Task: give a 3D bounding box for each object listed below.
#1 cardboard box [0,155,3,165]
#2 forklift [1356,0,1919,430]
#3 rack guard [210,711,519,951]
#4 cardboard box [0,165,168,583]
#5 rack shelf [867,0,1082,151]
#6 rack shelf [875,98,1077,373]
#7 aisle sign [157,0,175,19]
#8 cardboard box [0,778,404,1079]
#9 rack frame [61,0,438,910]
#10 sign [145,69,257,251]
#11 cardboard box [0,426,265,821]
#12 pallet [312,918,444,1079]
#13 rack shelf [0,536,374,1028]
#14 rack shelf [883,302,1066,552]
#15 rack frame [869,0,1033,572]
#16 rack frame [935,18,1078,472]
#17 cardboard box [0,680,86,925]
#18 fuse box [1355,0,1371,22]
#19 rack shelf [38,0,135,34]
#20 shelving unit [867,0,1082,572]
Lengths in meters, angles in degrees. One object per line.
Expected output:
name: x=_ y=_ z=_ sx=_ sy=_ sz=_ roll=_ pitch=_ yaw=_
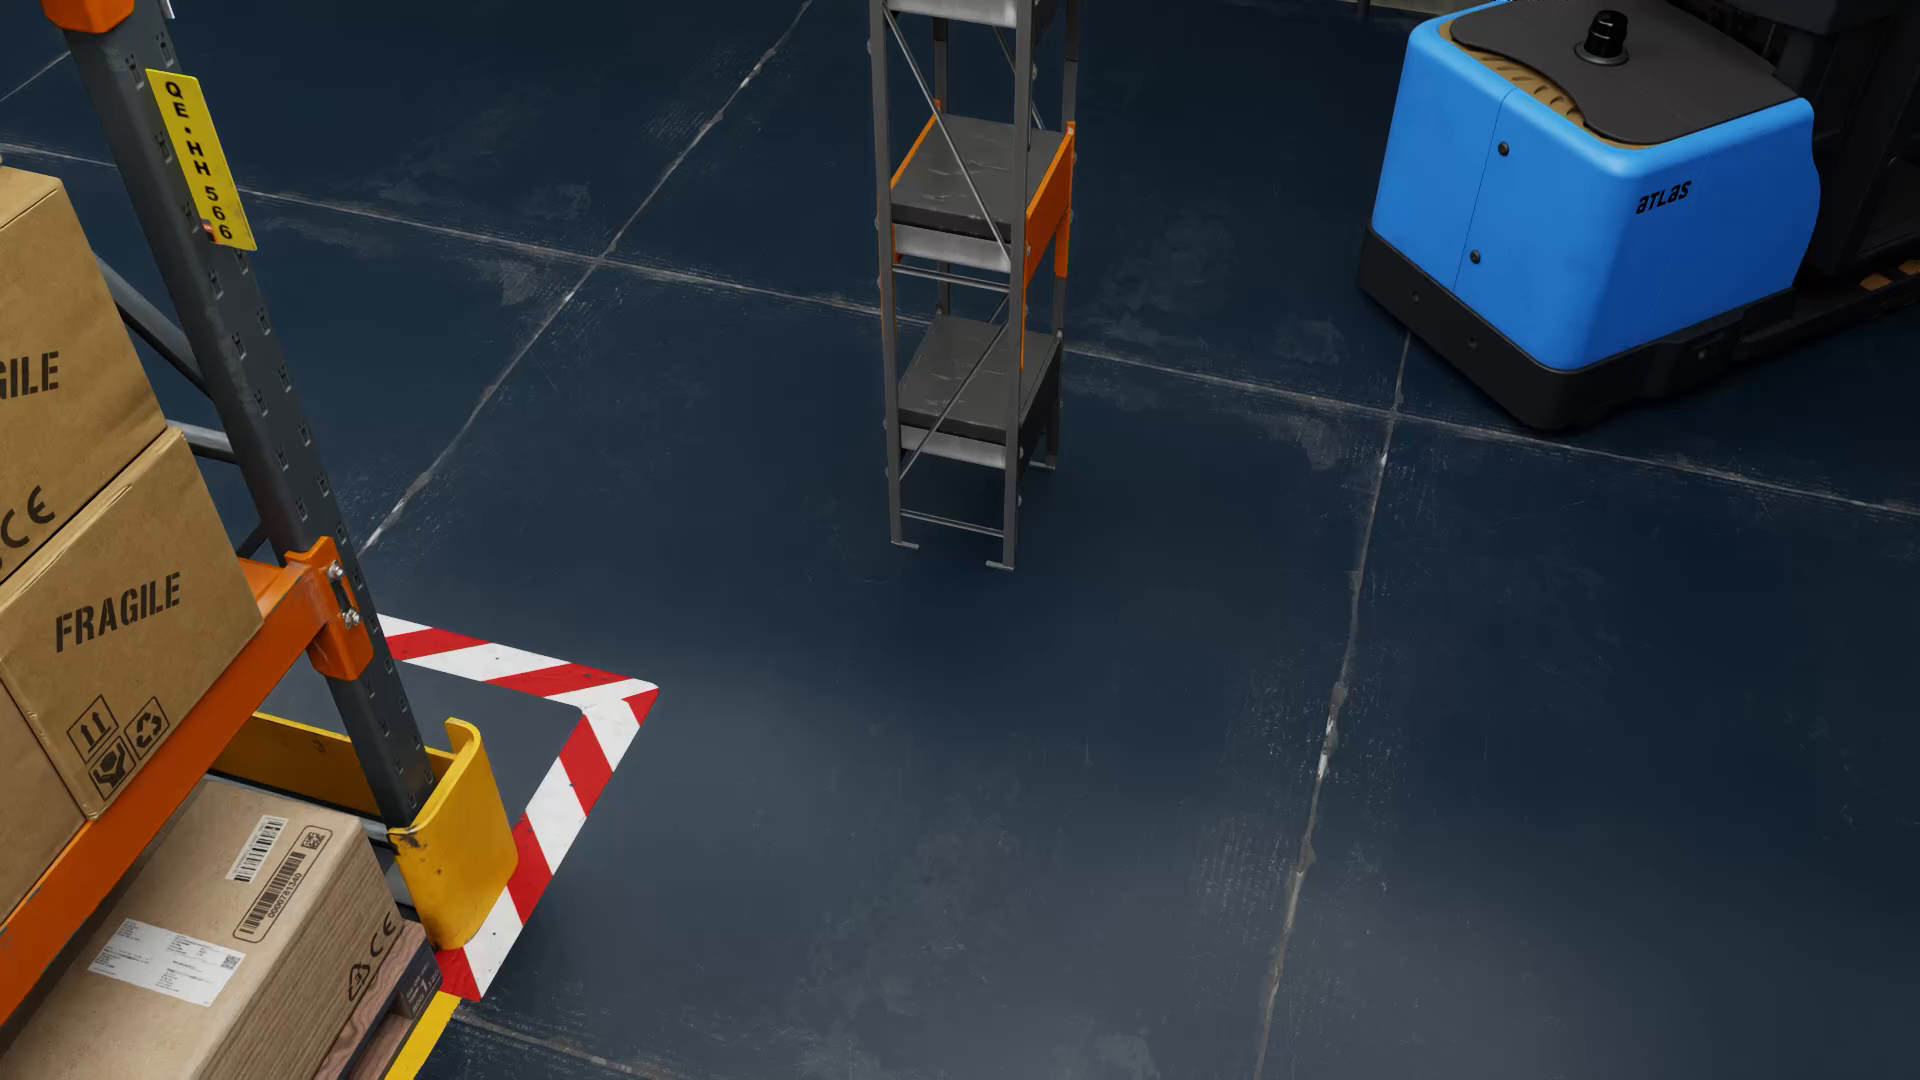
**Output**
cardboard box: x=-1.682 y=-0.591 z=2.459 sx=0.380 sy=0.149 sz=0.250 roll=13 pitch=46 yaw=13
forklift: x=3.004 y=-2.156 z=5.358 sx=3.031 sy=2.935 sz=1.130 roll=-20 pitch=48 yaw=-20
rack guard: x=-1.757 y=0.630 z=4.249 sx=1.175 sy=0.500 sz=0.348 roll=13 pitch=46 yaw=13
cardboard box: x=-1.683 y=-0.269 z=2.593 sx=0.500 sy=0.500 sz=0.500 roll=14 pitch=46 yaw=14
rack shelf: x=0.050 y=-1.351 z=4.148 sx=0.431 sy=0.518 sz=0.480 roll=13 pitch=46 yaw=13
rack shelf: x=0.050 y=-0.851 z=4.638 sx=0.431 sy=0.518 sz=0.480 roll=13 pitch=46 yaw=13
aisle sign: x=-1.447 y=-1.159 z=2.431 sx=0.394 sy=0.787 sz=0.004 roll=13 pitch=46 yaw=13
cardboard box: x=-1.869 y=0.980 z=3.636 sx=0.875 sy=0.438 sz=0.875 roll=11 pitch=45 yaw=11
rack frame: x=-1.764 y=-0.247 z=3.358 sx=1.000 sy=3.000 sz=0.127 roll=13 pitch=46 yaw=13
sign: x=-1.251 y=-0.622 z=2.743 sx=0.100 sy=0.325 sz=0.005 roll=13 pitch=46 yaw=13
cardboard box: x=-1.658 y=0.095 z=2.937 sx=0.500 sy=0.500 sz=0.500 roll=13 pitch=46 yaw=13
pallet: x=-1.932 y=1.299 z=3.772 sx=1.003 sy=0.211 sz=1.213 roll=13 pitch=46 yaw=13
rack shelf: x=-2.370 y=1.343 z=2.247 sx=1.077 sy=0.370 sz=4.000 roll=13 pitch=46 yaw=13
rack shelf: x=0.050 y=-0.351 z=5.127 sx=0.431 sy=0.518 sz=0.480 roll=13 pitch=46 yaw=13
rack frame: x=-0.024 y=-0.698 z=4.462 sx=0.400 sy=2.100 sz=0.015 roll=13 pitch=46 yaw=13
rack frame: x=0.124 y=-1.023 z=4.795 sx=0.400 sy=2.100 sz=0.015 roll=13 pitch=46 yaw=13
cardboard box: x=-1.824 y=0.426 z=2.599 sx=0.500 sy=0.500 sz=0.500 roll=12 pitch=46 yaw=12
fuse box: x=1.879 y=-3.008 z=7.101 sx=0.539 sy=1.711 sz=0.414 roll=13 pitch=46 yaw=13
rack shelf: x=-2.370 y=0.271 z=1.198 sx=1.077 sy=0.370 sz=4.000 roll=13 pitch=46 yaw=13
shelving unit: x=0.050 y=-0.861 z=4.628 sx=0.431 sy=2.100 sz=0.503 roll=13 pitch=46 yaw=13
